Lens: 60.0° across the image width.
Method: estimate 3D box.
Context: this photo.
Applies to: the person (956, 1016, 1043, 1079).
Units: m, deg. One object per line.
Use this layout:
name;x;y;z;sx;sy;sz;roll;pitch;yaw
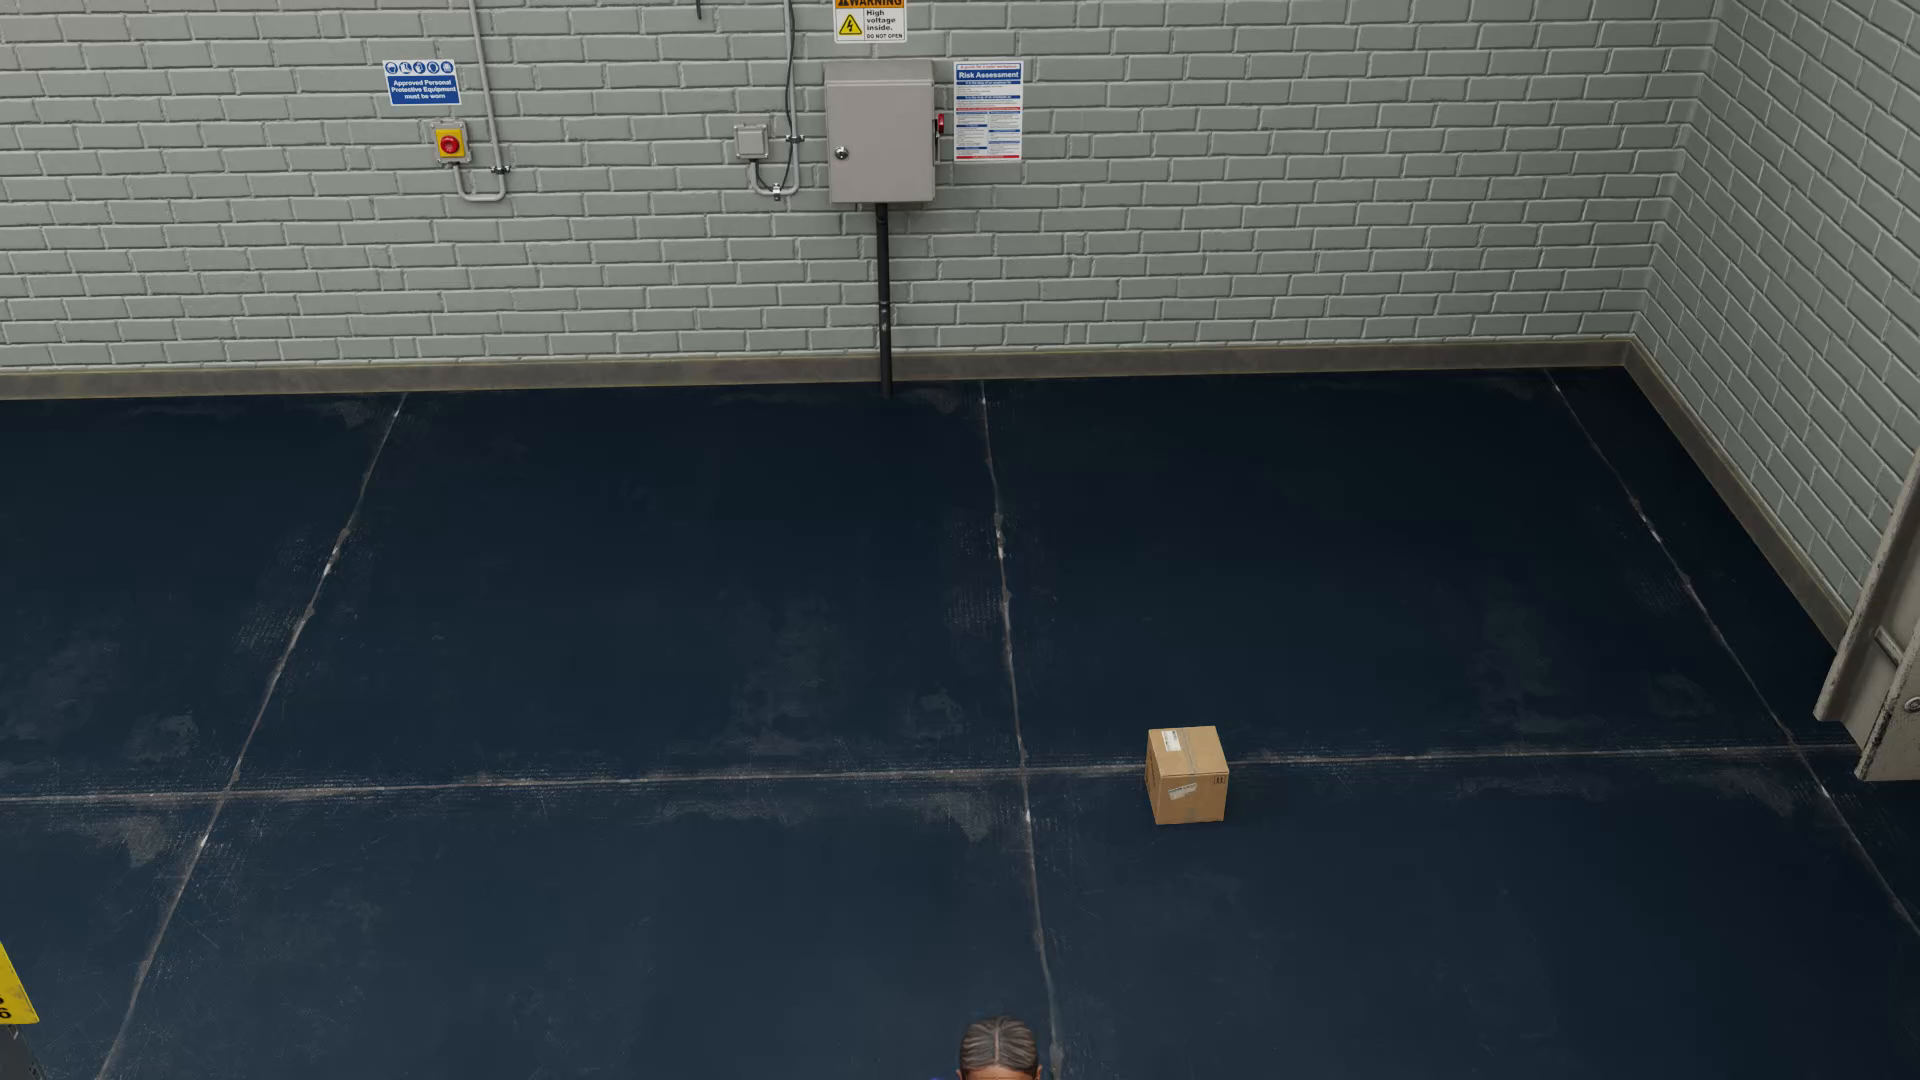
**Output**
person;0.051;1.693;3.764;0.442;1.593;0.991;8;36;12
